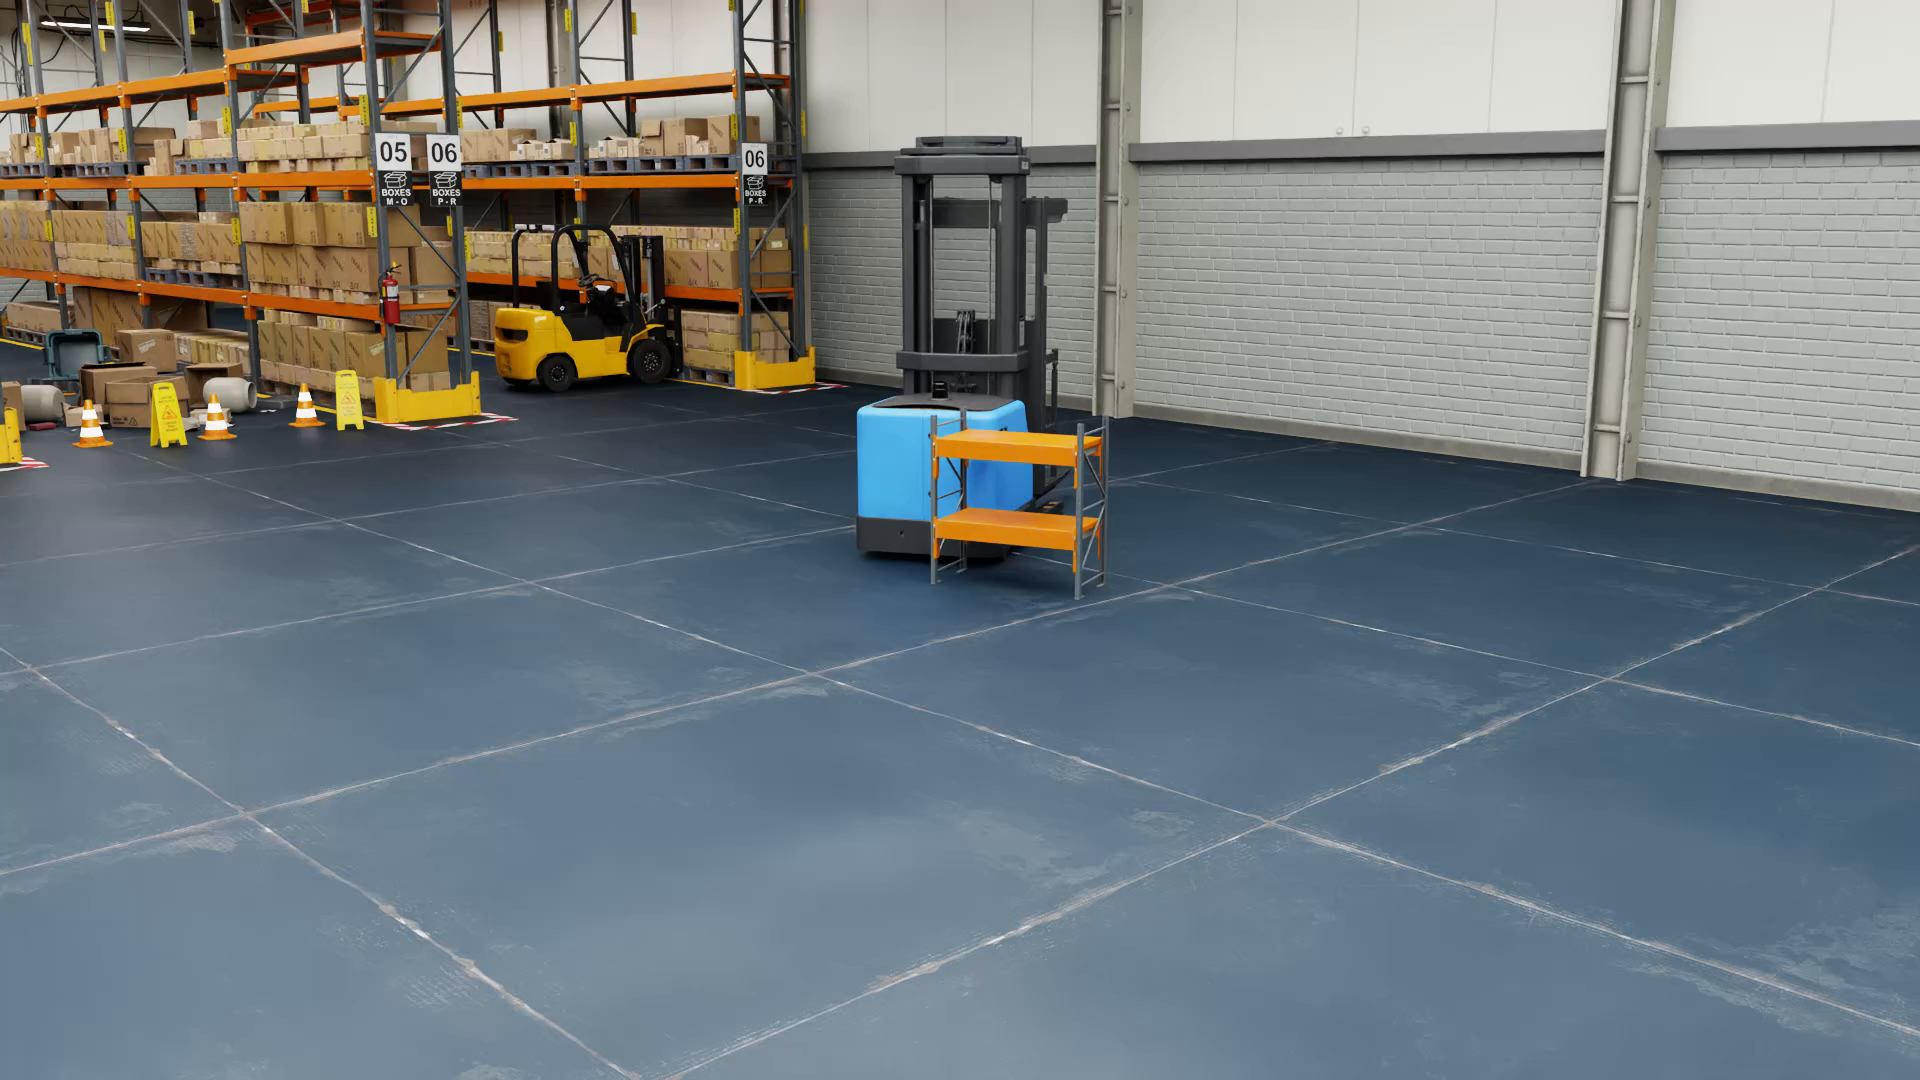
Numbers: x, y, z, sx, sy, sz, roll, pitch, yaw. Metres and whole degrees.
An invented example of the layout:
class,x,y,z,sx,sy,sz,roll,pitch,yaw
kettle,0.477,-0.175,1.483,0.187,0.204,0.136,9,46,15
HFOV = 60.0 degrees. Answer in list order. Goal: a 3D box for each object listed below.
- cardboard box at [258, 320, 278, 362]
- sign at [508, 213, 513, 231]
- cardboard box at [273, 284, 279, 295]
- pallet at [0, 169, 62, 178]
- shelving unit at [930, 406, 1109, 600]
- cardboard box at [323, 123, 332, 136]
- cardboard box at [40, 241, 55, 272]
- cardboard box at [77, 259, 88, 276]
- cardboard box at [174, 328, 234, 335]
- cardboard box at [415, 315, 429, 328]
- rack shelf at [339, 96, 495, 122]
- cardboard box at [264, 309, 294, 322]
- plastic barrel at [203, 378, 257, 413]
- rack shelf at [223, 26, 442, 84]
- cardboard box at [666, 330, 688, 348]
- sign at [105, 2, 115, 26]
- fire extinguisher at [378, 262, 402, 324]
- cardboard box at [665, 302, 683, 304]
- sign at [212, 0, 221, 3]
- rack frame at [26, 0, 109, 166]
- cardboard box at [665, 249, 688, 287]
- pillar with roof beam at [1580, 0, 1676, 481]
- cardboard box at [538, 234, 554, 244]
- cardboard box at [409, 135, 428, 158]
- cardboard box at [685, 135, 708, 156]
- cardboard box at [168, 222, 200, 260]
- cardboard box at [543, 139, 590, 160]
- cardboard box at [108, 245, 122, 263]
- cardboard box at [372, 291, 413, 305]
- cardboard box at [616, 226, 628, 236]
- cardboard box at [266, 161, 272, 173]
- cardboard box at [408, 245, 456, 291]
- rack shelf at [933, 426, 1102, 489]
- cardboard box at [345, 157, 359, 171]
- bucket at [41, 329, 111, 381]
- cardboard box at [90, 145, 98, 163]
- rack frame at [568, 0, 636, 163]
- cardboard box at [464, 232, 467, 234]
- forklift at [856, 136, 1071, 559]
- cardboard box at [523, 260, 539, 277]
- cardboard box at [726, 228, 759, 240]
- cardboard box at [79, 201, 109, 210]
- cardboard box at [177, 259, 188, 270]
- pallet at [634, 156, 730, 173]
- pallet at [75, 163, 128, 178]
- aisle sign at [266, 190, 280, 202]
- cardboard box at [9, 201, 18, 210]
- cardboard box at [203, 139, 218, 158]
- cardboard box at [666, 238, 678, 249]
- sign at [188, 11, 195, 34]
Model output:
class,x,y,z,sx,sy,sz,roll,pitch,yaw
cardboard box,-8.659,-2.568,21.356,0.500,0.500,0.500,-10,15,-40
sign,-7.647,-5.386,28.251,0.100,0.325,0.005,-11,16,-43
cardboard box,-8.468,-3.187,21.071,0.380,0.149,0.250,-11,16,-43
pallet,-16.638,-6.535,29.485,1.003,0.211,1.213,-11,16,-43
shelving unit,0.387,-0.259,10.880,1.048,1.125,0.538,5,13,24
cardboard box,-7.197,-4.785,19.415,0.380,0.149,0.250,-11,16,-43
cardboard box,-14.901,-4.714,27.610,0.500,0.500,0.500,-11,16,-42
cardboard box,-13.582,-4.306,26.250,0.500,0.250,0.500,-11,16,-43
cardboard box,-11.251,-2.884,24.446,0.625,0.372,0.950,10,16,41
cardboard box,-9.195,-3.905,29.085,0.500,0.500,0.500,-10,15,-40
rack shelf,-9.427,-7.423,28.915,1.077,0.370,4.000,-11,16,-43
cardboard box,-8.616,-2.859,21.161,0.380,0.149,0.250,-11,16,-42
plastic barrel,-8.630,-1.710,19.663,0.512,0.421,0.421,-1,12,-4
rack shelf,-7.490,-5.758,19.848,1.077,0.370,4.000,-11,16,-43
cardboard box,-3.794,-2.852,23.356,0.500,0.250,0.500,-11,16,-44
sign,-12.032,-7.444,23.537,0.100,0.325,0.005,-11,16,-43
fire extinguisher,-6.363,-2.763,18.579,0.296,0.674,0.183,-11,16,-43
cardboard box,-4.443,-3.389,24.725,0.500,0.250,0.500,-11,16,-43
sign,-9.269,-6.860,20.702,0.100,0.325,0.005,-11,16,-43
rack frame,-14.396,-7.571,26.859,1.000,3.000,0.127,-11,16,-43
cardboard box,-3.757,-3.810,23.221,0.500,0.500,0.500,-11,16,-44
pillar with roof beam,2.823,-4.388,11.409,9.100,9.000,0.400,-11,16,-43
cardboard box,-6.280,-4.641,25.649,0.250,0.149,0.380,11,16,43
cardboard box,-6.263,-4.533,19.182,0.500,0.250,0.500,-11,16,-44
cardboard box,-3.488,-5.347,22.543,0.396,0.266,0.258,-11,16,-42
cardboard box,-10.754,-4.200,23.337,0.500,0.500,0.500,-11,16,-42
cardboard box,-5.960,-5.909,25.159,0.500,0.311,0.500,11,16,43
cardboard box,-12.508,-4.330,25.127,0.500,0.250,0.500,11,16,44
cardboard box,-6.522,-2.783,19.109,0.380,0.149,0.250,-10,15,-41
cardboard box,-4.746,-4.468,24.074,0.380,0.149,0.250,-10,16,-41
cardboard box,-8.442,-4.665,20.809,0.380,0.149,0.250,-11,16,-43
cardboard box,-6.235,-3.184,19.447,0.500,0.500,0.500,-11,16,-43
rack shelf,0.387,-0.545,10.821,1.000,0.278,0.538,5,13,24
cardboard box,-6.753,-4.272,18.904,0.380,0.149,0.250,-11,16,-42
bucket,-10.620,-2.203,20.017,0.726,0.611,0.620,-5,3,-23
cardboard box,-12.838,-5.810,25.038,0.258,0.266,0.396,11,16,44
rack frame,-5.284,-7.096,24.552,1.000,3.000,0.127,-11,16,-43
cardboard box,-8.039,-5.020,27.490,0.380,0.149,0.250,-10,15,-41
forklift,0.184,-1.557,12.706,1.130,2.935,3.031,4,12,17
cardboard box,-6.493,-4.270,26.077,0.500,0.250,0.500,-11,16,-42
cardboard box,-2.921,-4.109,22.329,0.380,0.149,0.250,-11,16,-42
cardboard box,-14.426,-5.571,27.687,0.380,0.149,0.250,-11,16,-43
cardboard box,-10.819,-3.899,23.483,0.380,0.149,0.250,-10,15,-39
pallet,-3.838,-5.284,23.413,1.003,0.211,1.213,-11,16,-43
pallet,-12.891,-5.675,25.557,1.003,0.211,1.213,-10,15,-40
aisle sign,-13.830,-7.151,33.245,0.394,0.787,0.004,-11,16,-43
cardboard box,-16.073,-5.750,28.555,0.250,0.149,0.380,11,16,44
cardboard box,-9.725,-5.206,22.145,0.500,0.250,0.500,-11,16,-42
cardboard box,-3.867,-4.136,23.196,0.380,0.149,0.250,-11,16,-42
sign,-11.248,-7.561,24.297,0.100,0.325,0.005,-11,16,-43
